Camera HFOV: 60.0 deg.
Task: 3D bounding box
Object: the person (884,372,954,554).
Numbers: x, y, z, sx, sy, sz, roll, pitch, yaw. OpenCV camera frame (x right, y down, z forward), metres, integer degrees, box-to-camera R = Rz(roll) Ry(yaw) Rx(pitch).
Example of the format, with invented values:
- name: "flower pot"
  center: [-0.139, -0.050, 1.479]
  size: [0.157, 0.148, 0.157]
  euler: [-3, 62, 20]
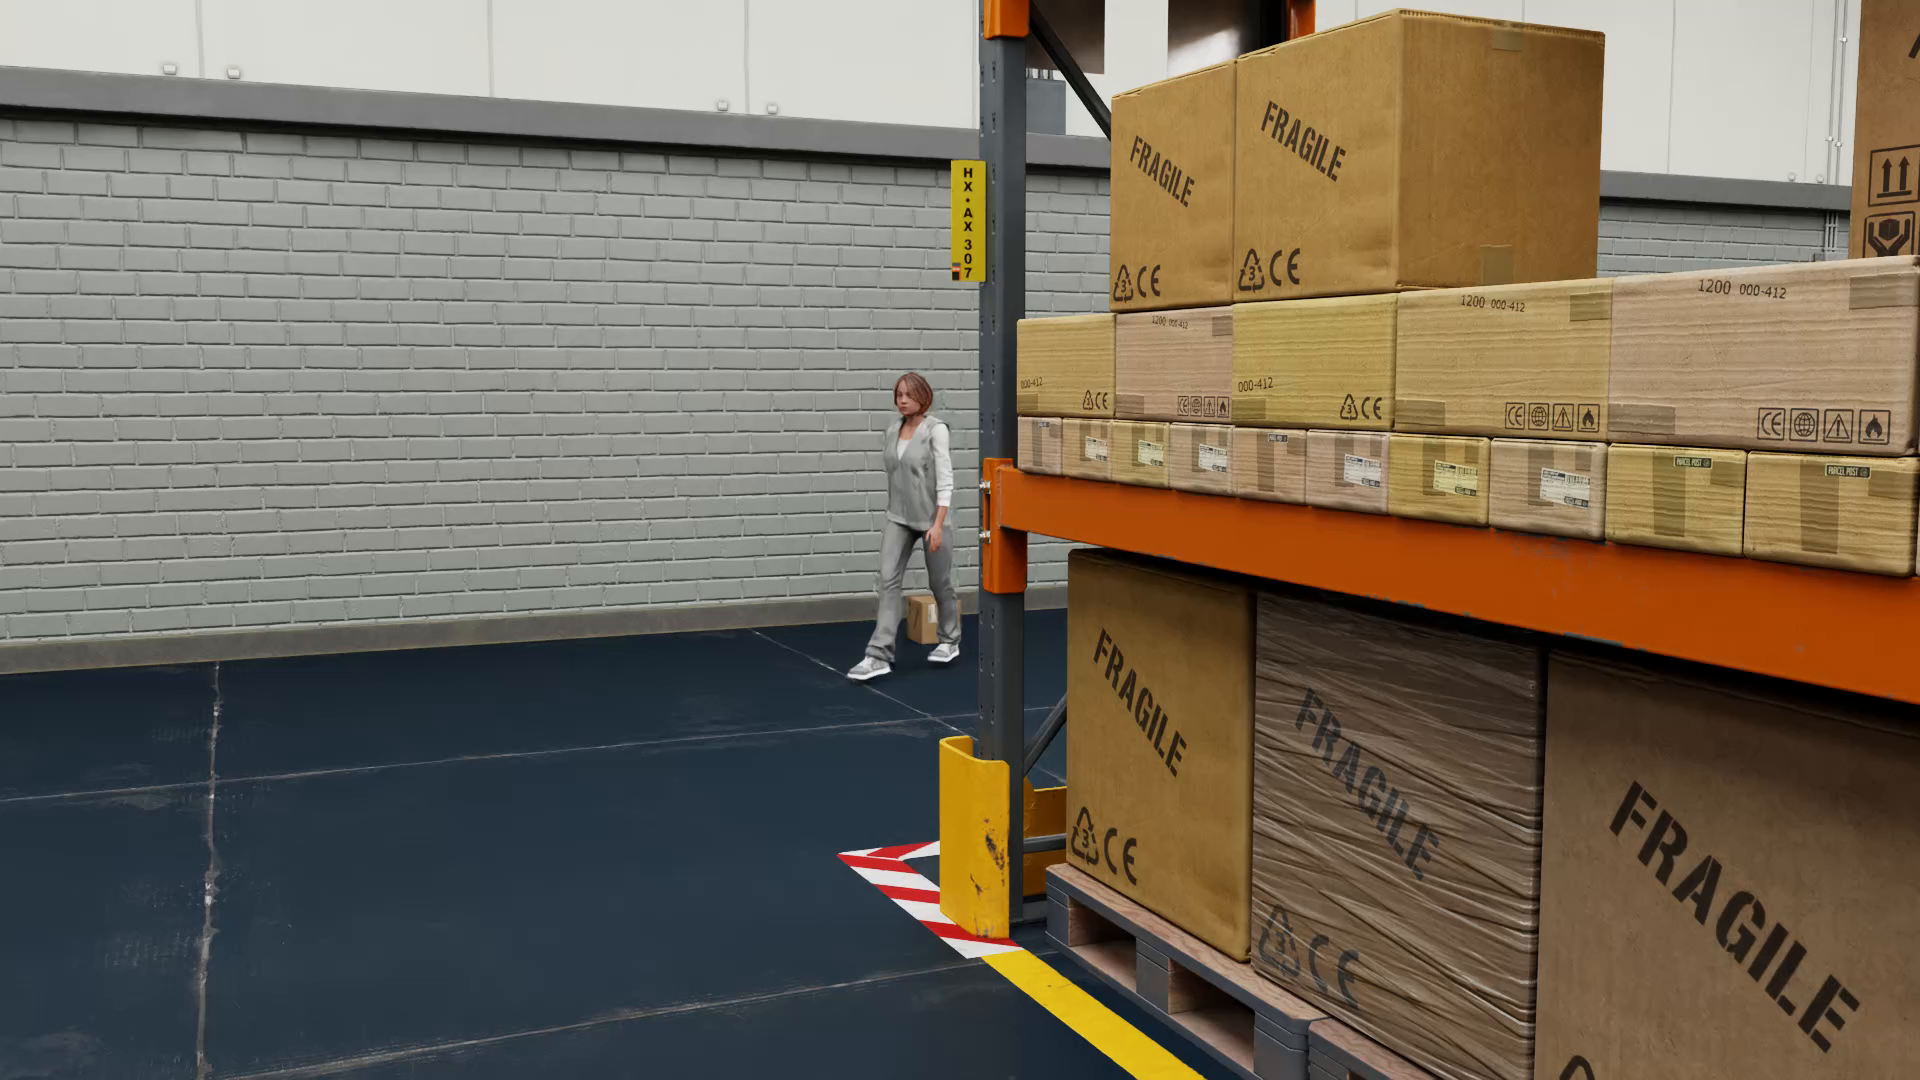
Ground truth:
- name: "person"
  center: [-0.211, -0.398, 8.563]
  size: [0.444, 0.906, 0.362]
  euler: [3, 6, 26]
